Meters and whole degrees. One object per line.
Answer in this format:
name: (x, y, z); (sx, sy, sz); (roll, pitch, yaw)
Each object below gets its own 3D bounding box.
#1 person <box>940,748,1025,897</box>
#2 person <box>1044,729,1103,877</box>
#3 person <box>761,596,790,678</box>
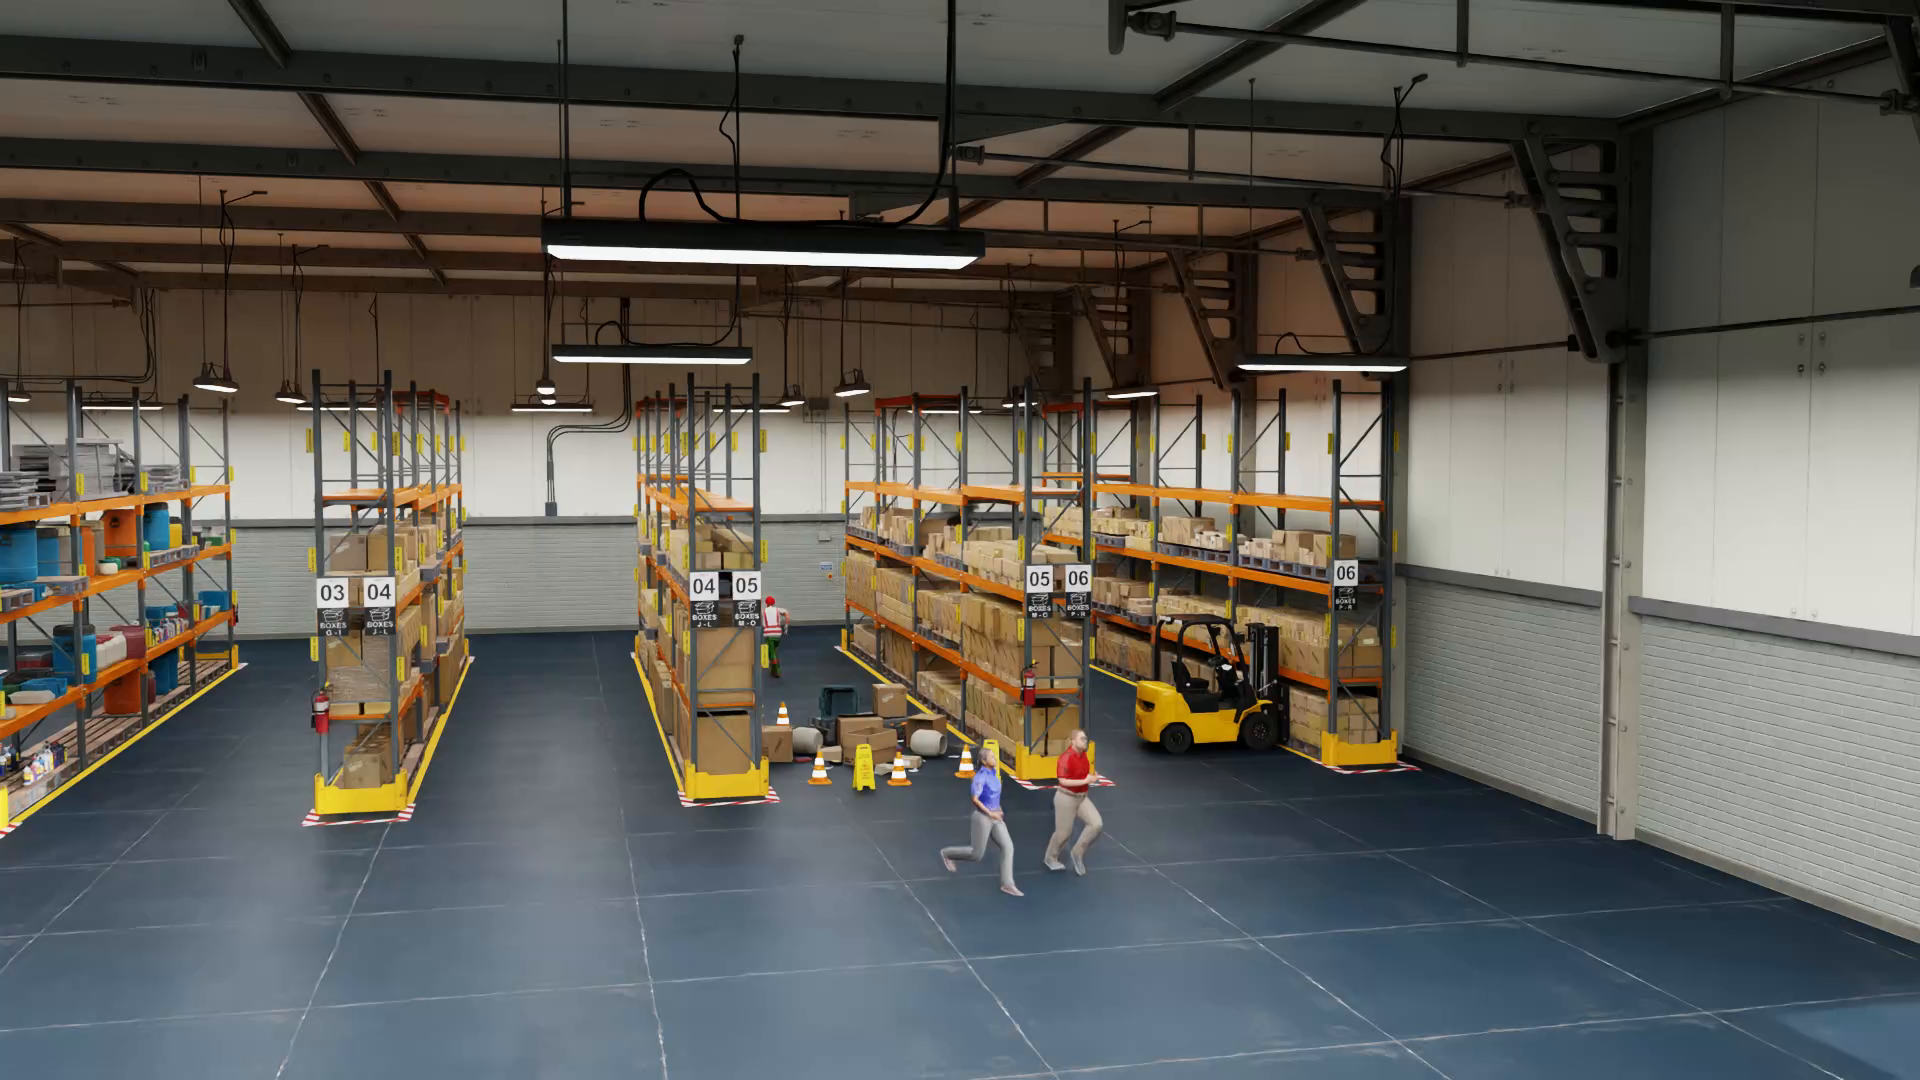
person: (0.261, 3.141, 18.583); (1.000, 1.647, 0.553); (2, 4, 29)
person: (1.316, 3.036, 19.253); (0.832, 1.725, 0.693); (3, 4, 39)
person: (-3.979, 2.084, 35.377); (0.646, 1.758, 0.948); (-2, 4, -26)
